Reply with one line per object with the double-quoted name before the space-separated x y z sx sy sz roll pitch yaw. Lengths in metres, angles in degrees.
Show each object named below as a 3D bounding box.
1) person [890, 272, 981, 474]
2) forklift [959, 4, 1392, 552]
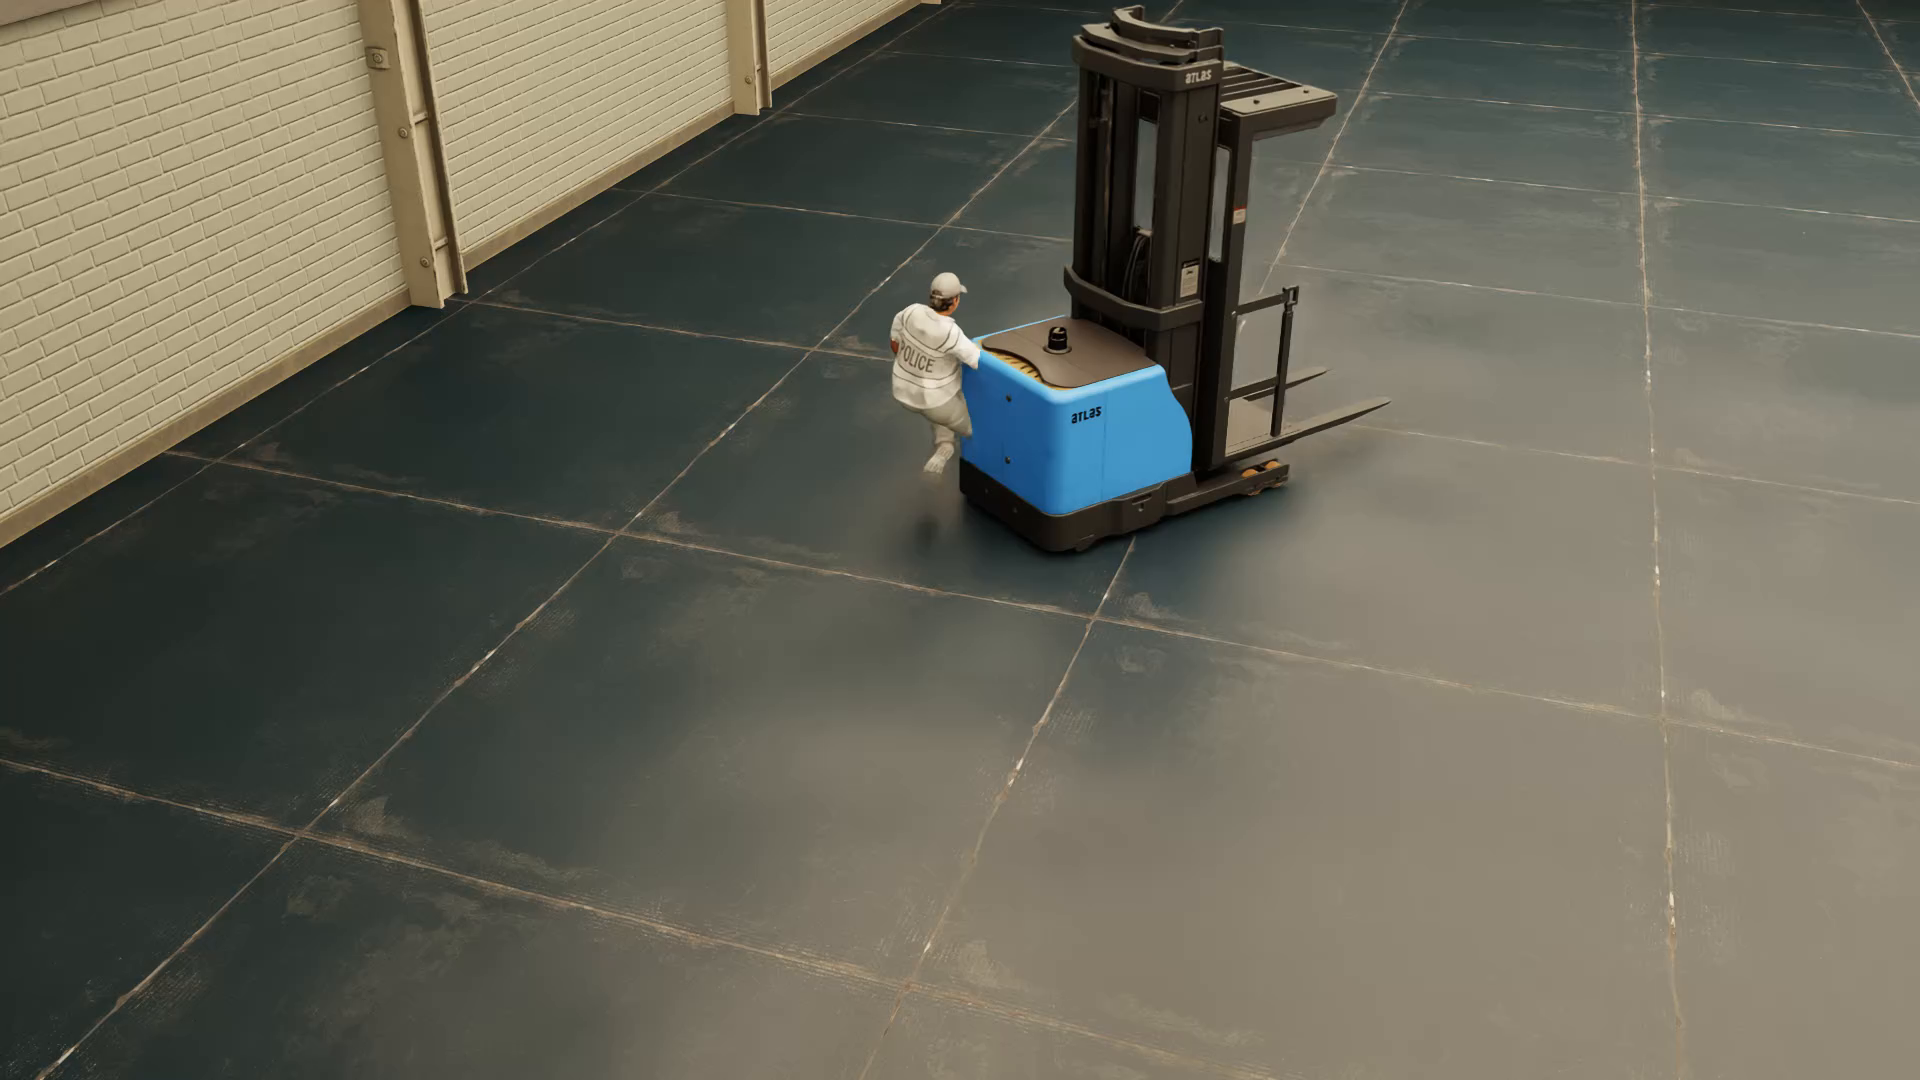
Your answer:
"person" 0.010 -0.952 10.216 0.749 1.532 0.666 22 36 33
"forklift" 1.503 -1.754 10.213 3.031 2.935 1.130 -18 34 -29
